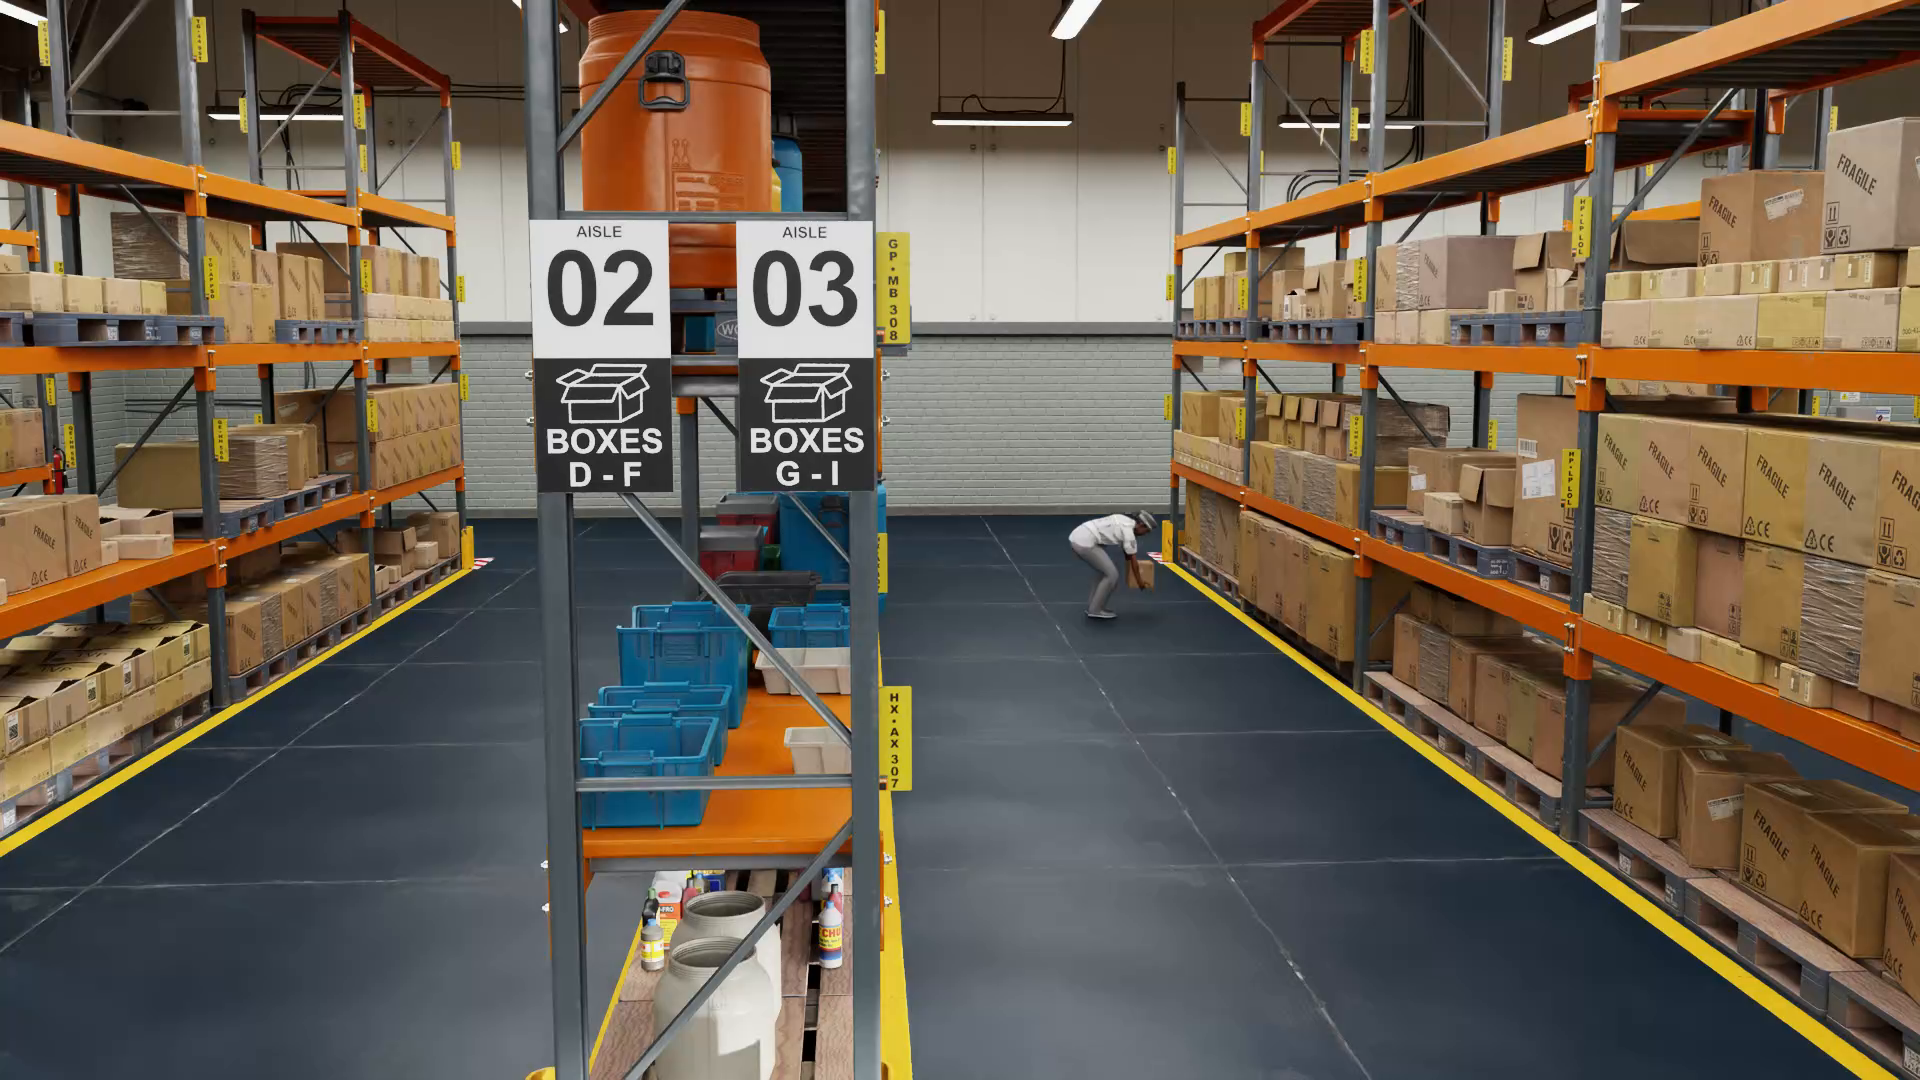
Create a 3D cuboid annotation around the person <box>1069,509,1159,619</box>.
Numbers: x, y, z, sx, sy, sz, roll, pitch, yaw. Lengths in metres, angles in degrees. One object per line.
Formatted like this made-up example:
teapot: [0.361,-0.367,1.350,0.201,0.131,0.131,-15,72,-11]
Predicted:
person: [1.586,0.241,17.108,0.930,1.103,0.436,-1,7,-6]
